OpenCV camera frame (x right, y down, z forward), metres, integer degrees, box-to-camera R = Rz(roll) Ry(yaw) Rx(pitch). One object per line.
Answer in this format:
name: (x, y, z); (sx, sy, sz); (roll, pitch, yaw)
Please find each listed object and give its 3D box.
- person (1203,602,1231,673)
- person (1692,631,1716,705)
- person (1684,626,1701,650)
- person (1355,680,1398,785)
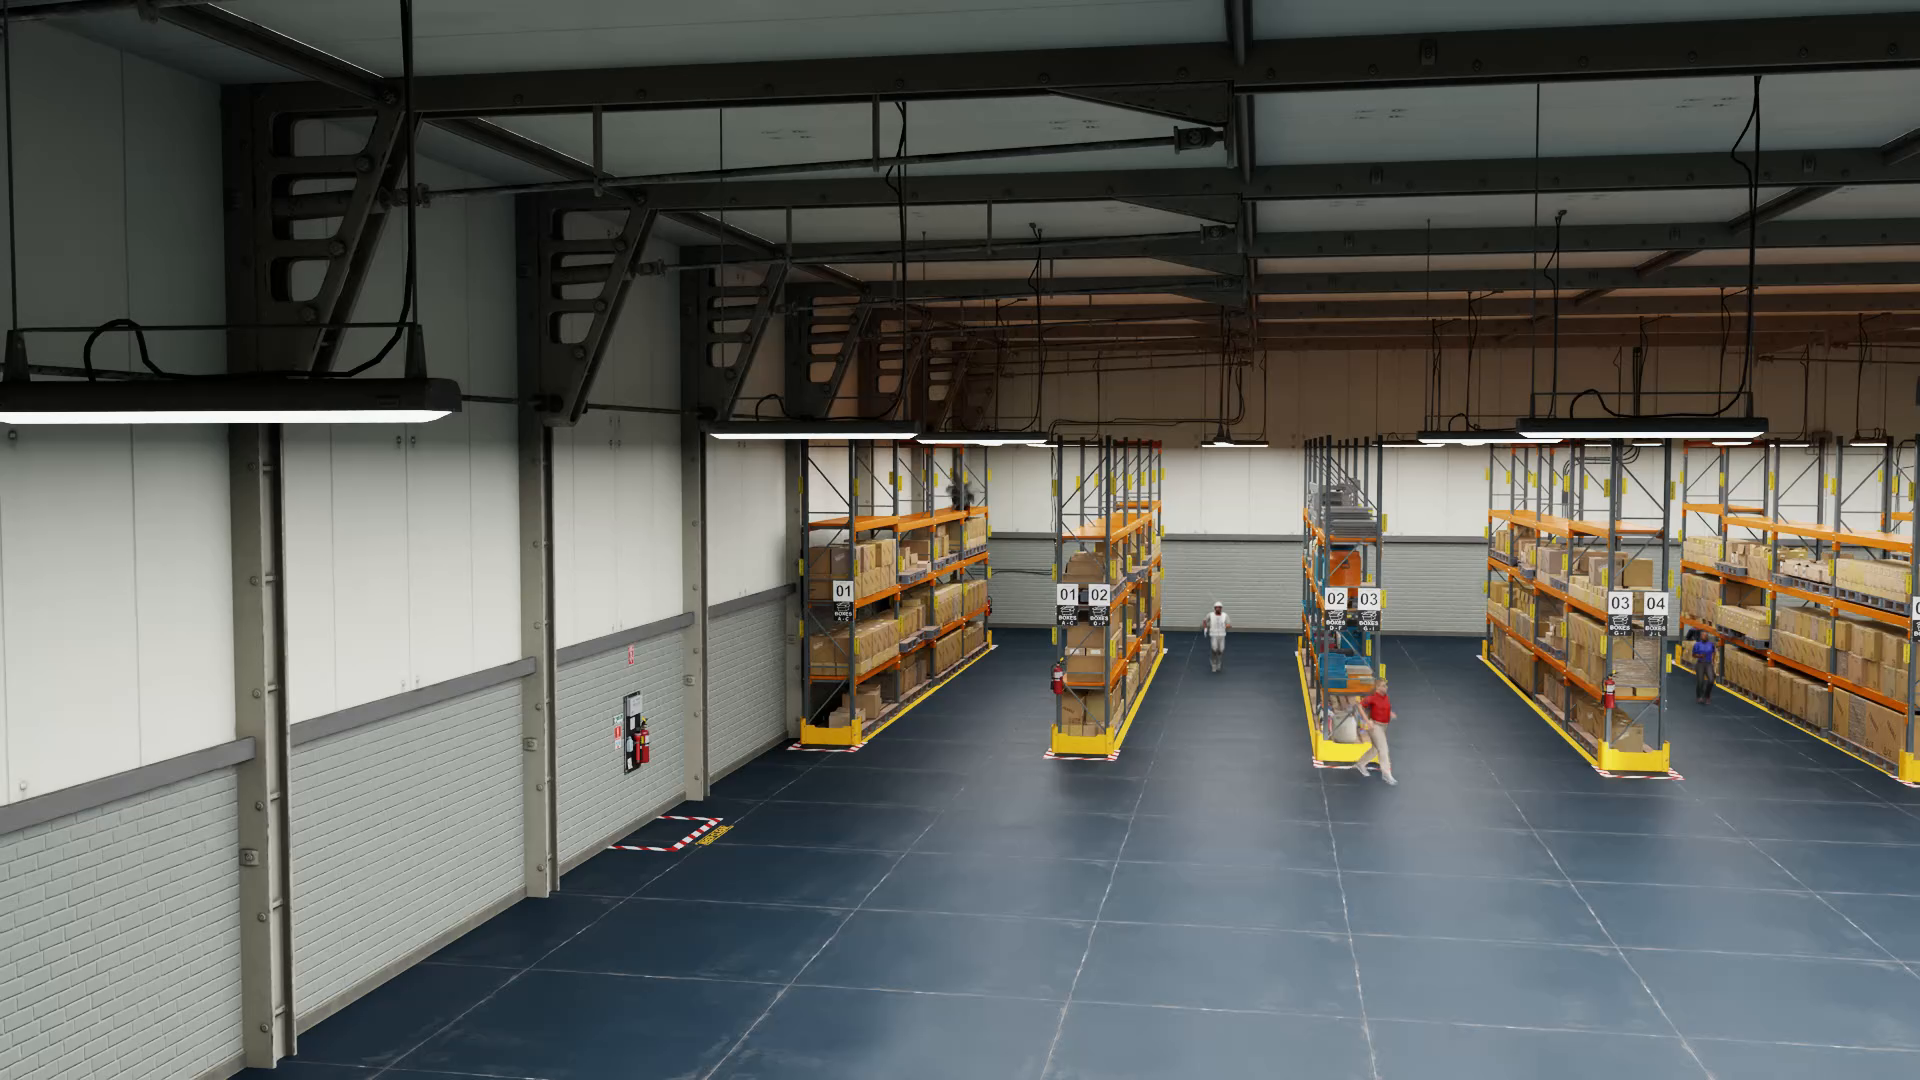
person: (6.648, 2.516, 42.909); (0.657, 1.835, 0.756); (0, 3, -4)
person: (16.756, 2.885, 37.398); (0.558, 1.685, 0.667); (1, 3, 10)
person: (20.176, 2.476, 45.537); (0.817, 1.600, 0.572); (0, 3, 6)
person: (7.255, 3.295, 28.785); (0.867, 1.752, 0.680); (3, 4, 40)
